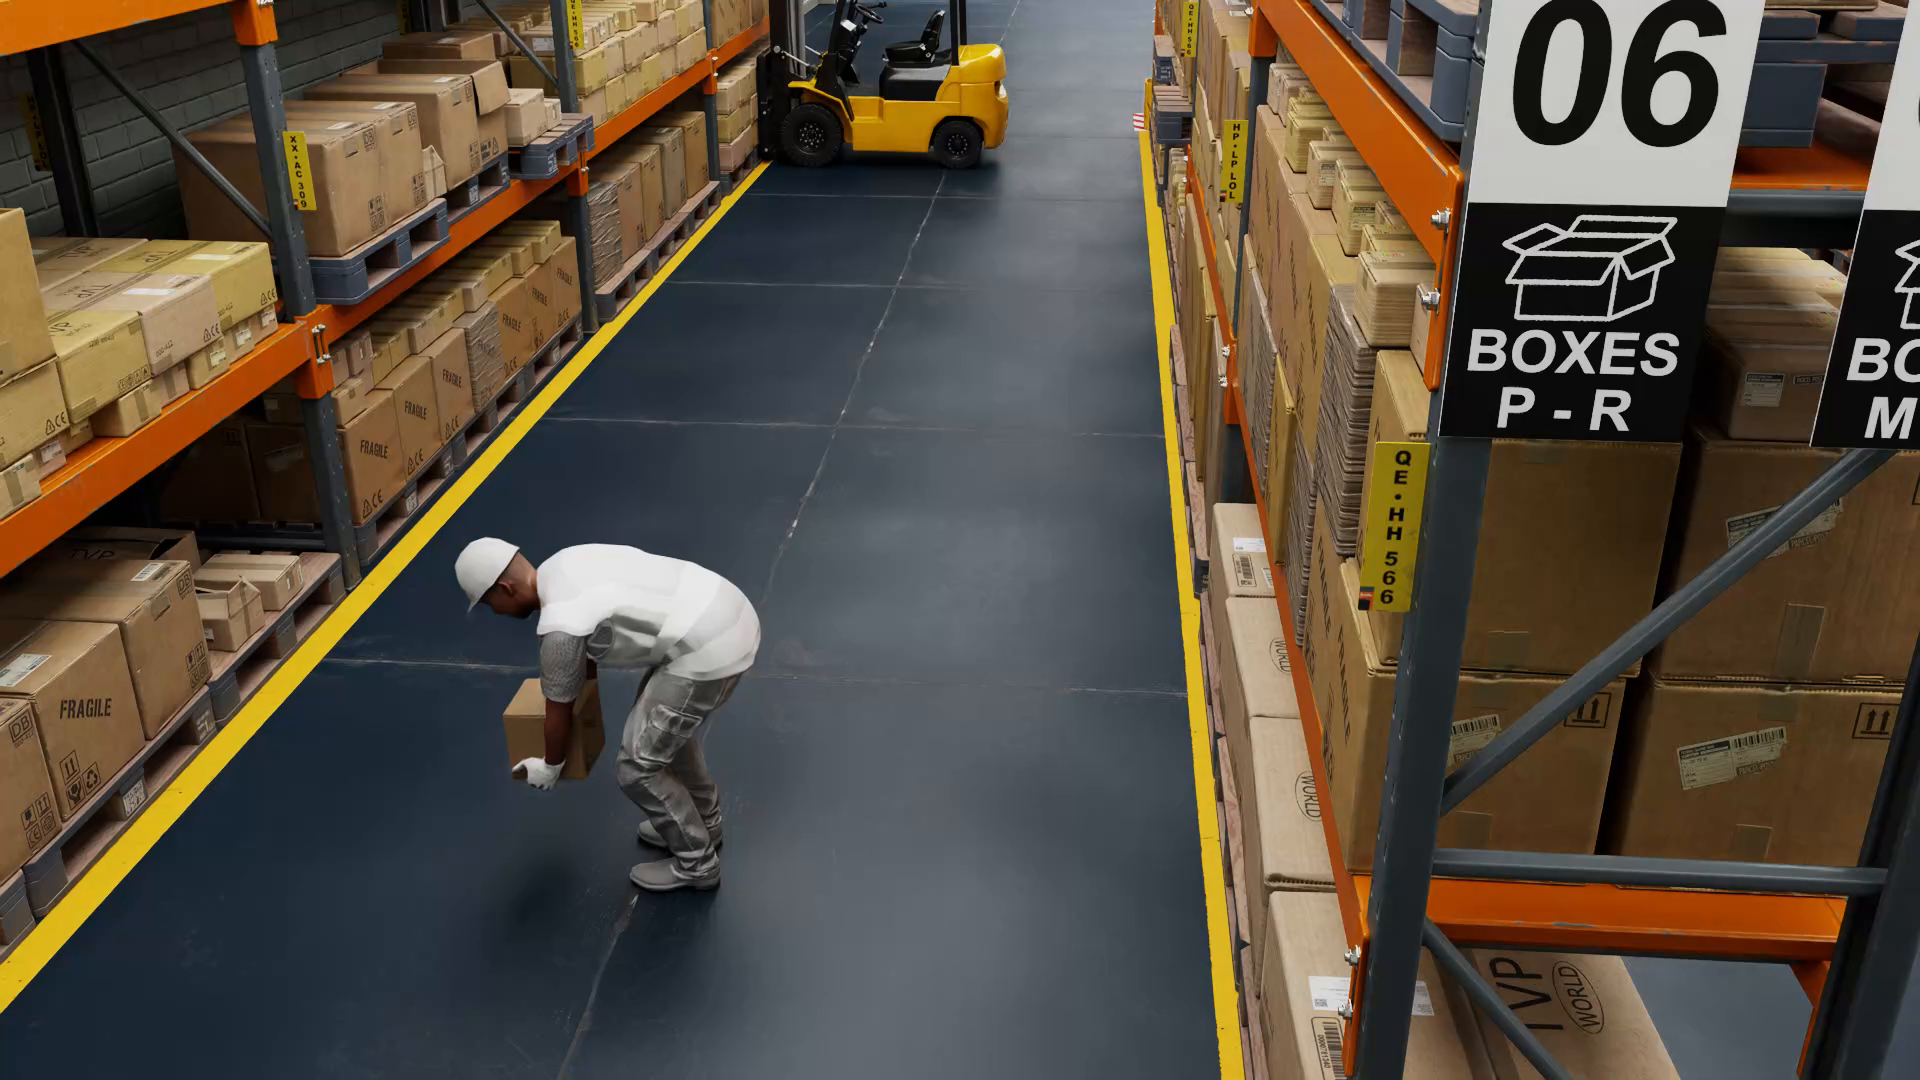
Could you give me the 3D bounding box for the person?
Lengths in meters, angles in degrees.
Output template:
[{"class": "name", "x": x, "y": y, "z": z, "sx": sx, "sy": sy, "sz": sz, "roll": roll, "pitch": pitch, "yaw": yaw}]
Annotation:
[{"class": "person", "x": -1.136, "y": 0.558, "z": 5.530, "sx": 0.958, "sy": 1.215, "sz": 0.510, "roll": 1, "pitch": 24, "yaw": 2}]
